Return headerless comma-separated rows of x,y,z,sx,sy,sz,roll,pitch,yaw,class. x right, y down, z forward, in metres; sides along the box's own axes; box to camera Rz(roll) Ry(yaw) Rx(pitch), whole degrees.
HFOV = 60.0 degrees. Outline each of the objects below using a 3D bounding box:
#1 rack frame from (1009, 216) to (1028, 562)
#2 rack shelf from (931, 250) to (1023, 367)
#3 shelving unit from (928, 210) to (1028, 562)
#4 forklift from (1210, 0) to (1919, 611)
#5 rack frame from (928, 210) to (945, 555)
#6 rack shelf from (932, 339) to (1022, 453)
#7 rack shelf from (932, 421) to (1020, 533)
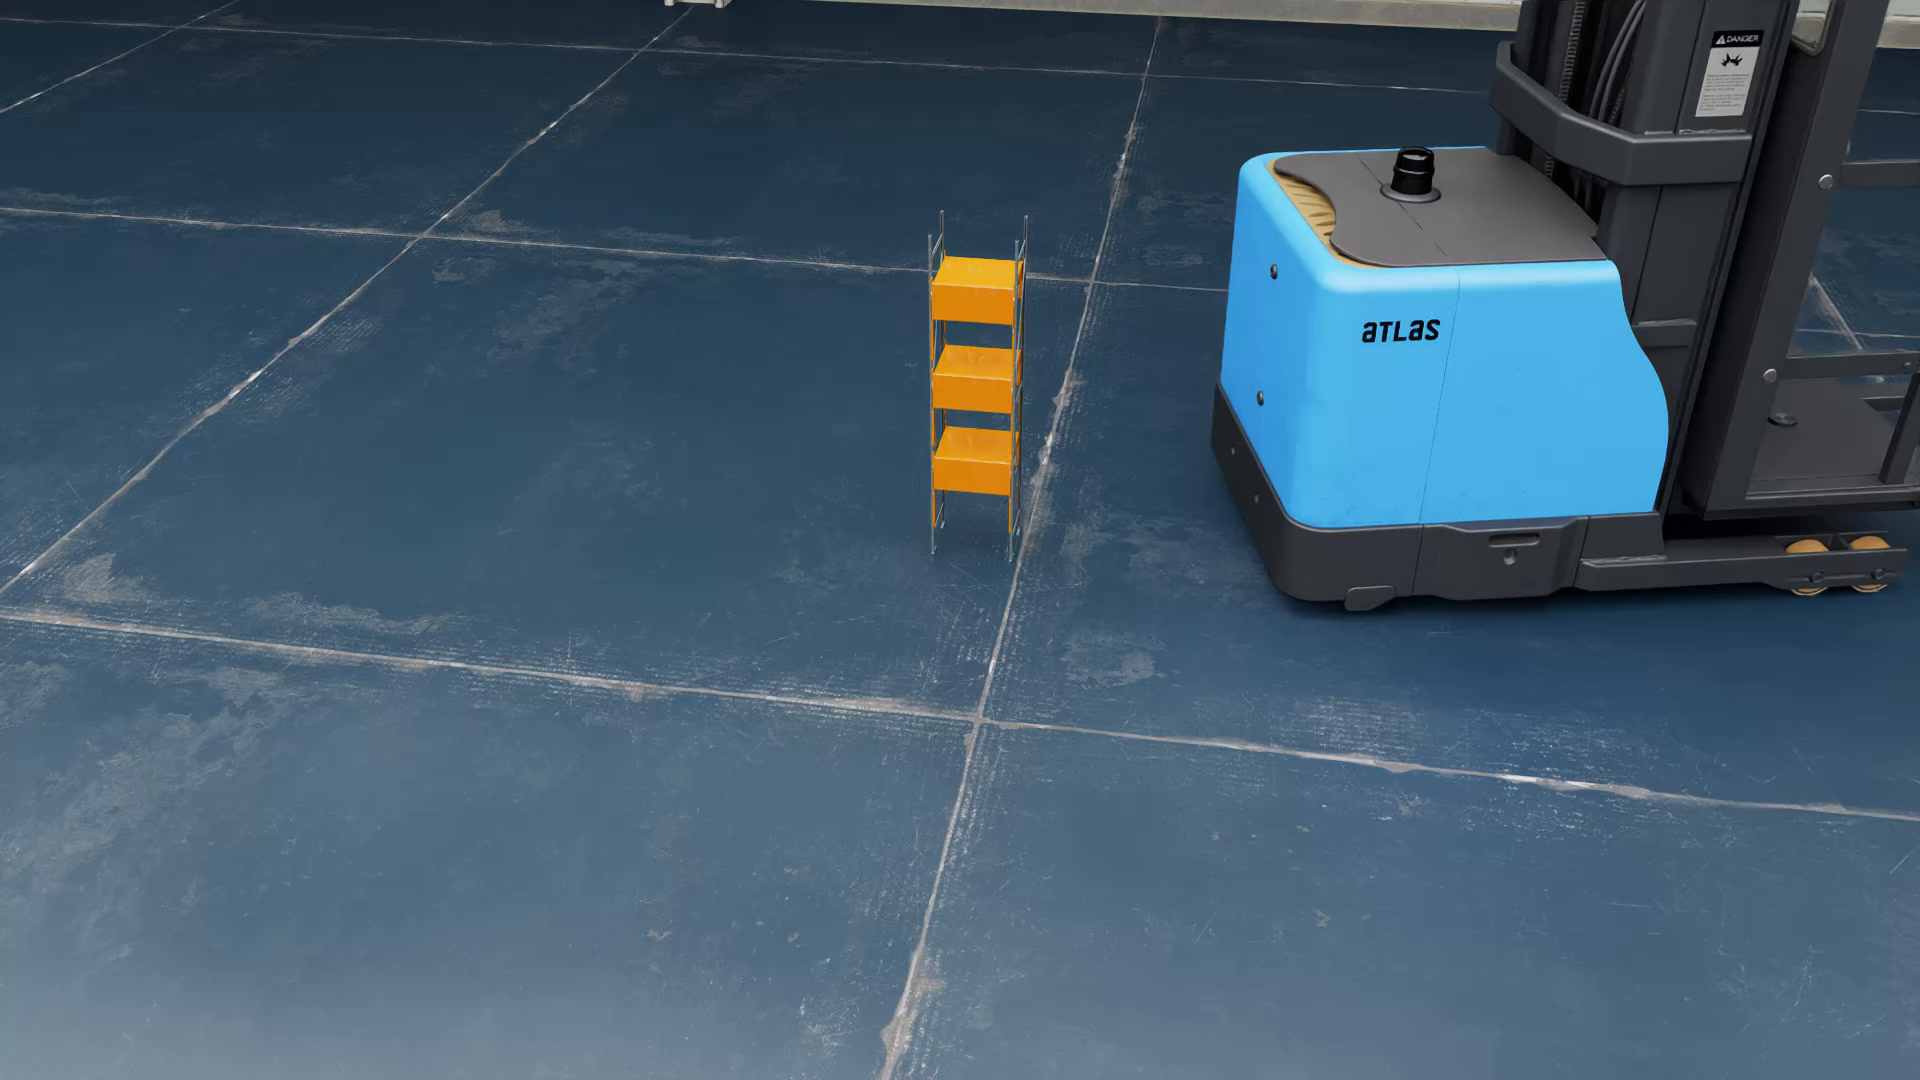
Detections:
0.173,-0.429,4.946,0.008,1.050,0.200,5,32,8,rack frame
0.053,-0.672,4.819,0.240,0.259,0.215,5,32,8,rack shelf
0.053,-0.440,4.964,0.252,1.050,0.215,5,32,8,shelving unit
2.397,-1.353,4.649,3.031,2.935,1.130,-3,32,-5,forklift
-0.068,-0.451,4.981,0.008,1.050,0.200,5,32,8,rack frame
0.053,-0.431,4.969,0.240,0.259,0.215,5,32,8,rack shelf
0.053,-0.196,5.117,0.240,0.259,0.215,5,32,8,rack shelf
